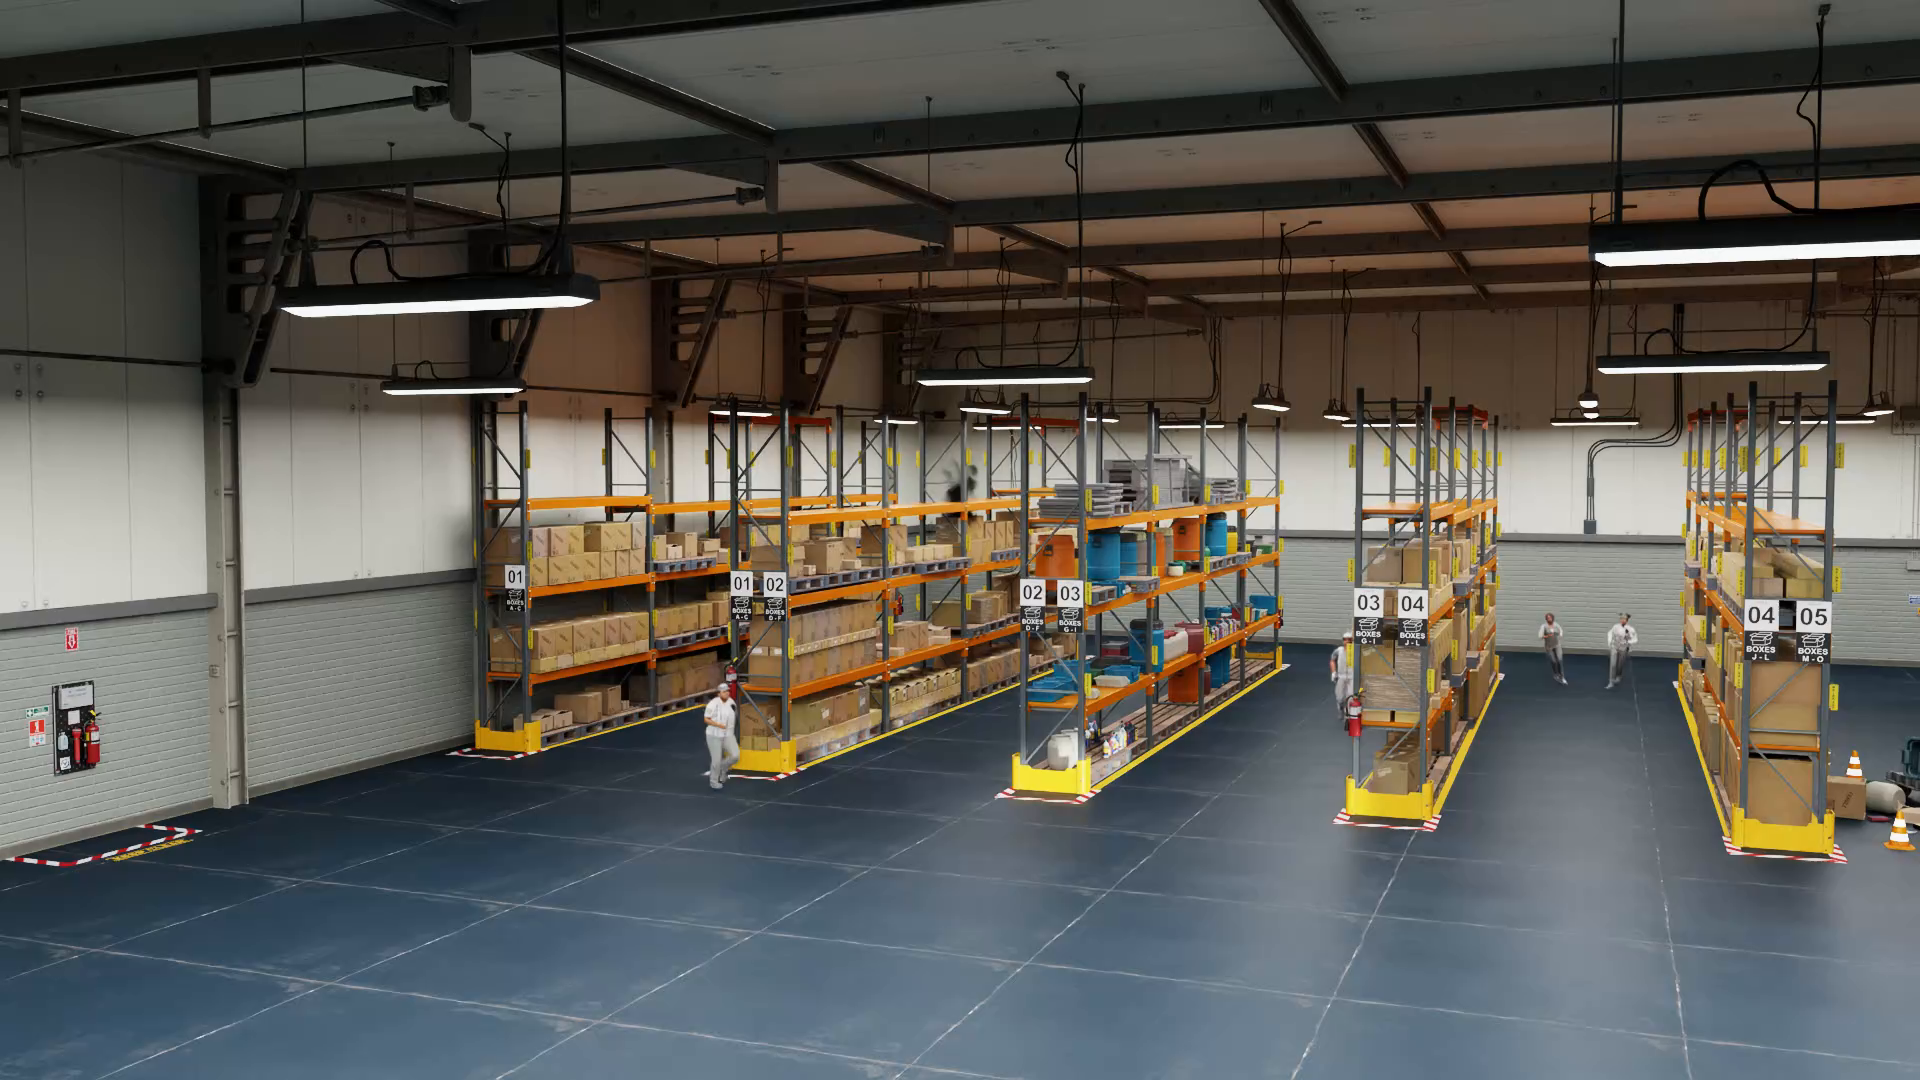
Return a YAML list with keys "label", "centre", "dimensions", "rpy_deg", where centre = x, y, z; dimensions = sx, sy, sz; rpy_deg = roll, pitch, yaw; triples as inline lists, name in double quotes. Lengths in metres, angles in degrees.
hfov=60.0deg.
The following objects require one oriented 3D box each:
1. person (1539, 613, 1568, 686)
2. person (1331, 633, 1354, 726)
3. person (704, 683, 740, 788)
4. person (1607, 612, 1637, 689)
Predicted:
- label: "person"
  centre: [13.221, 2.430, 37.101]
  dimensions: [0.619, 1.568, 0.676]
  rpy_deg: [1, 3, 15]
- label: "person"
  centre: [7.278, 2.612, 31.176]
  dimensions: [0.673, 1.751, 0.590]
  rpy_deg: [1, 3, 17]
- label: "person"
  centre: [-3.588, 2.977, 25.273]
  dimensions: [0.629, 1.616, 0.628]
  rpy_deg: [-2, 3, -35]
- label: "person"
  centre: [14.508, 2.414, 36.452]
  dimensions: [0.657, 1.681, 0.819]
  rpy_deg: [2, 3, 35]
